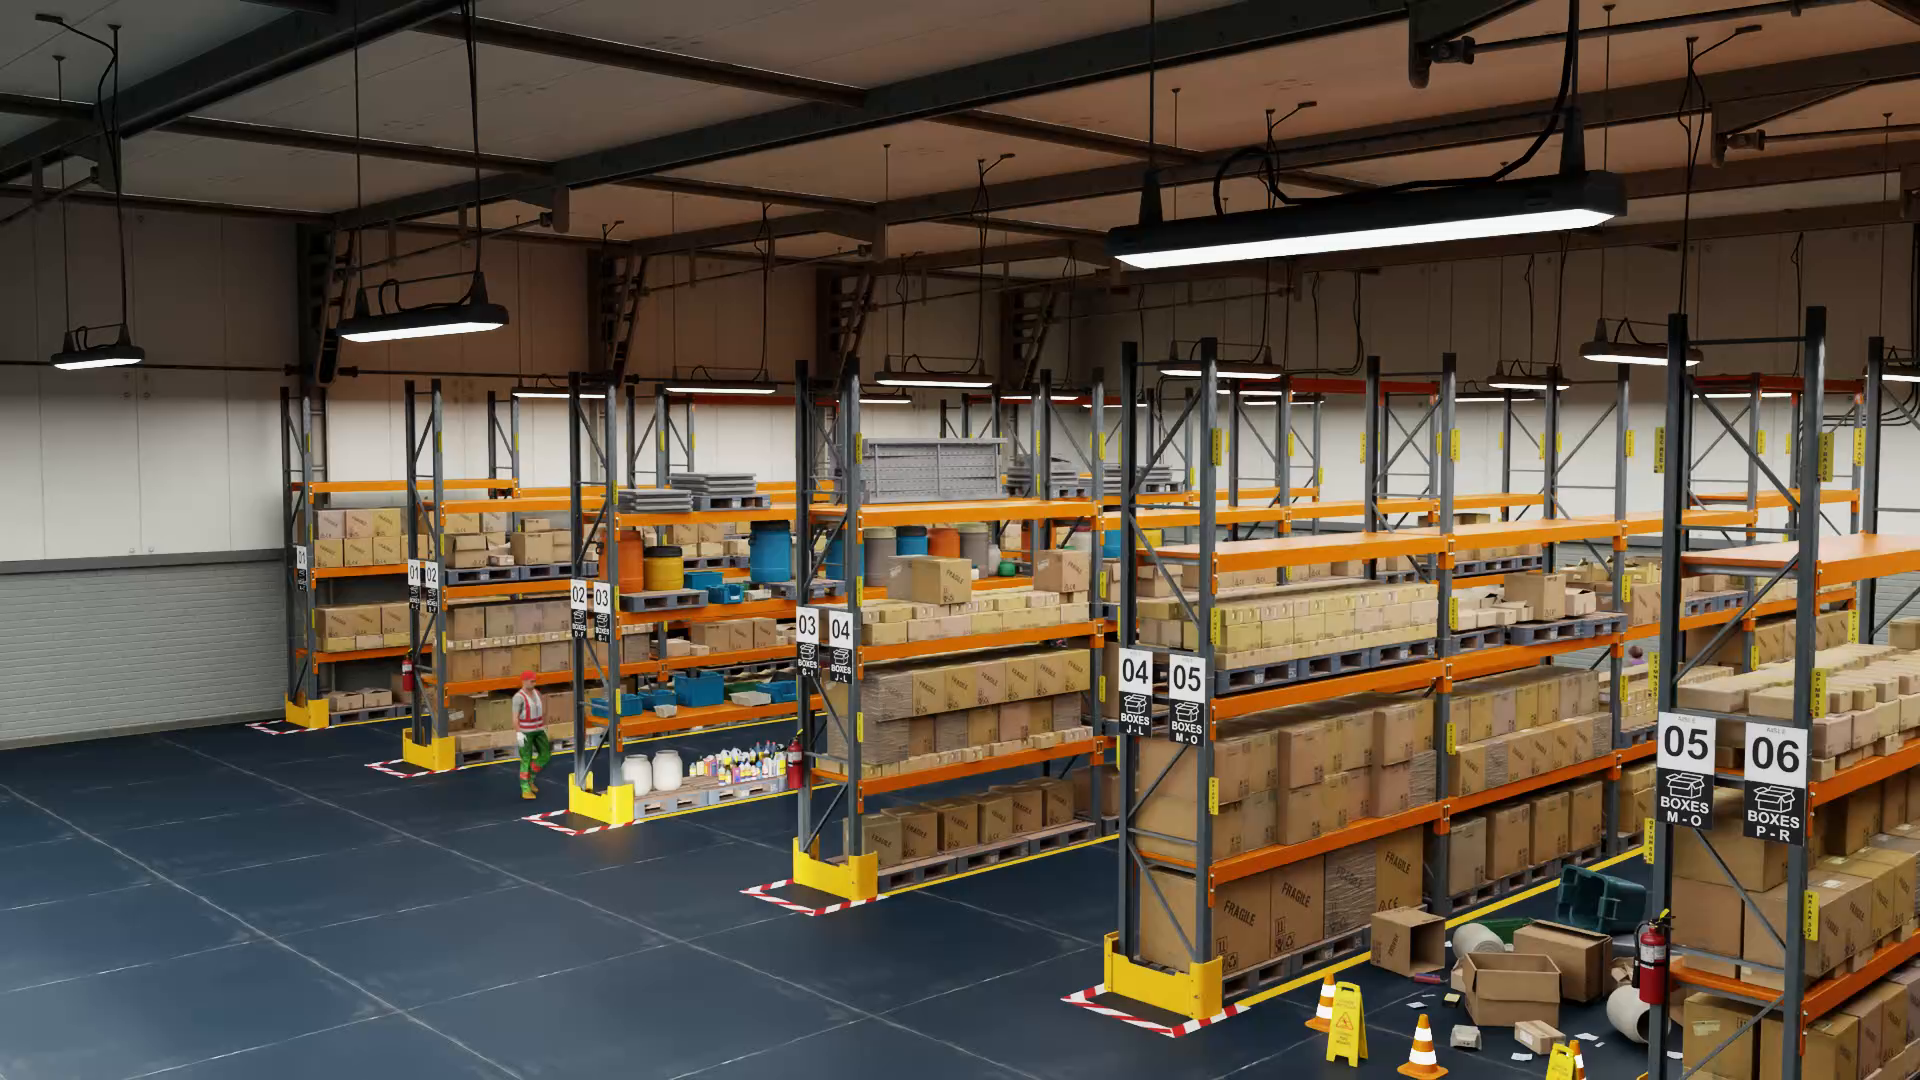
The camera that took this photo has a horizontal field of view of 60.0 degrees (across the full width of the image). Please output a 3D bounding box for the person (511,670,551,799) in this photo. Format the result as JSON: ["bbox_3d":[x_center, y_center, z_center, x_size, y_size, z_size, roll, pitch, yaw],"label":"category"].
[{"bbox_3d":[-6.111,2.749,23.714,0.529,1.787,0.709,2,4,30],"label":"person"}]

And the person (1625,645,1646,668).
[{"bbox_3d":[11.361,2.574,28.011,0.491,1.605,0.339,-1,4,-8],"label":"person"}]
